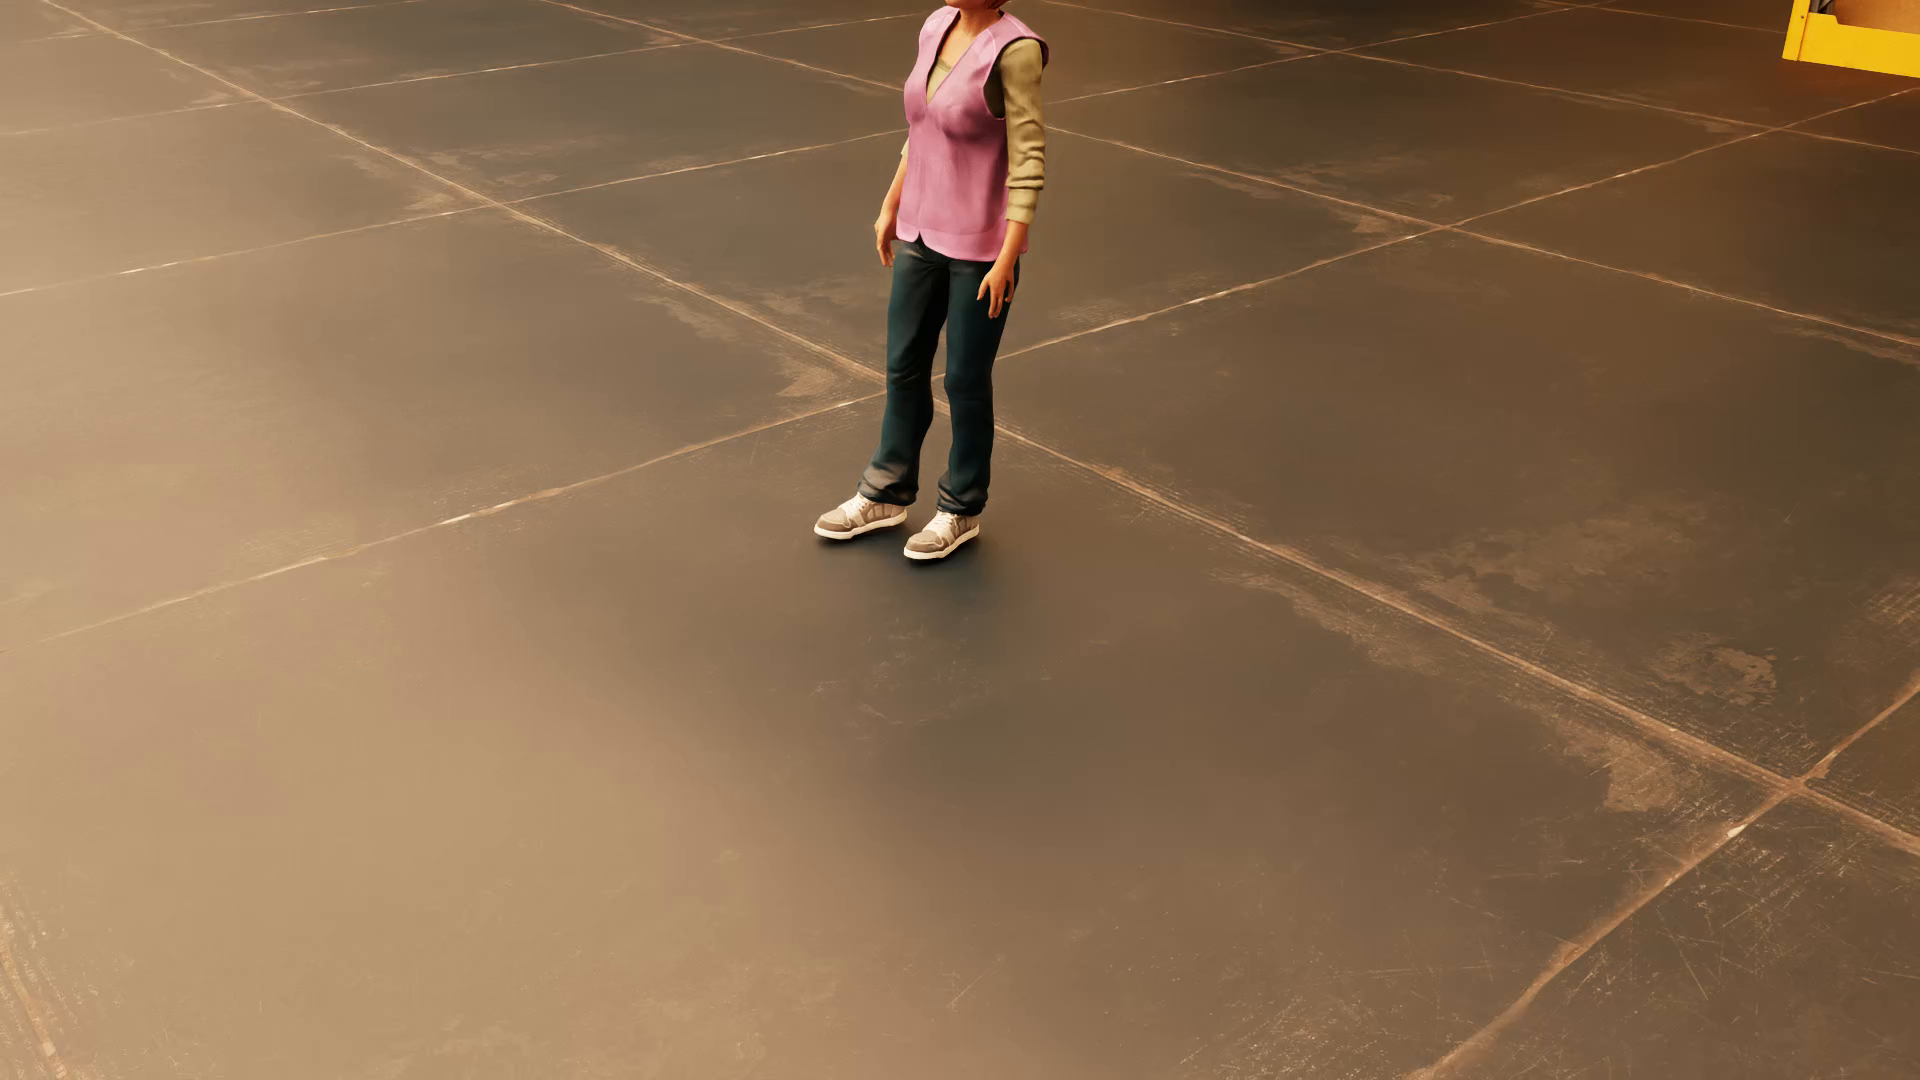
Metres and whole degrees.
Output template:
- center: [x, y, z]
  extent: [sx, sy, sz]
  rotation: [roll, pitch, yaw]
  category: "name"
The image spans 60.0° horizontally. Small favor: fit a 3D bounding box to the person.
- center: [-0.067, -0.706, 4.110]
  extent: [0.473, 1.599, 0.520]
  rotation: [-20, 33, -35]
  category: "person"
